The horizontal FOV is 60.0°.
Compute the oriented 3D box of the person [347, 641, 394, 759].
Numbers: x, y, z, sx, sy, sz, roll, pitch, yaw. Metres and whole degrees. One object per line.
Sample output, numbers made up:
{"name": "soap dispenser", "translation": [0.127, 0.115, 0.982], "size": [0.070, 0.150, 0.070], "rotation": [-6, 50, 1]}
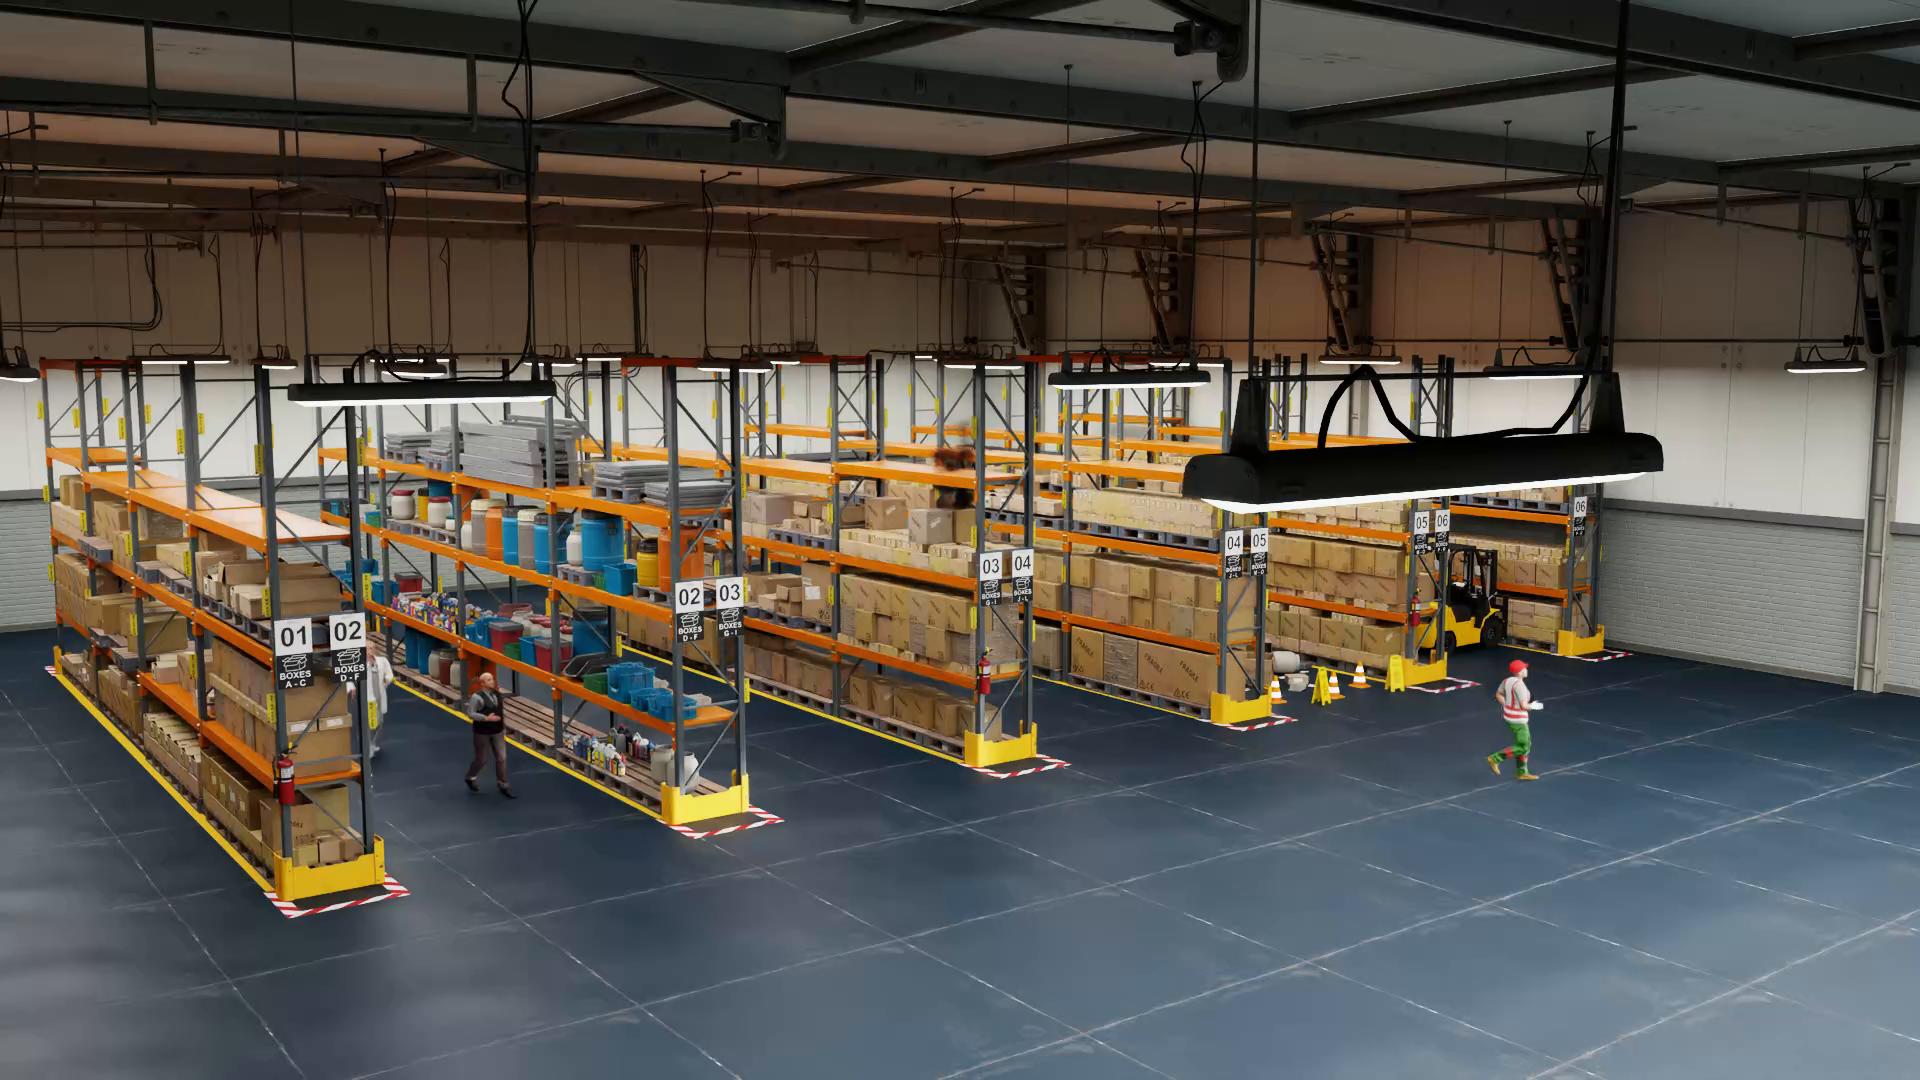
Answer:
{"name": "person", "translation": [-8.934, 2.423, 25.305], "size": [0.748, 1.783, 0.683], "rotation": [6, 9, 42]}

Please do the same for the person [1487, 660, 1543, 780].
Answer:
{"name": "person", "translation": [7.954, 2.590, 23.906], "size": [0.782, 1.757, 0.663], "rotation": [0, 7, -1]}

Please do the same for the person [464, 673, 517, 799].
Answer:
{"name": "person", "translation": [-6.565, 2.698, 23.078], "size": [0.913, 1.737, 0.648], "rotation": [5, 9, 36]}
